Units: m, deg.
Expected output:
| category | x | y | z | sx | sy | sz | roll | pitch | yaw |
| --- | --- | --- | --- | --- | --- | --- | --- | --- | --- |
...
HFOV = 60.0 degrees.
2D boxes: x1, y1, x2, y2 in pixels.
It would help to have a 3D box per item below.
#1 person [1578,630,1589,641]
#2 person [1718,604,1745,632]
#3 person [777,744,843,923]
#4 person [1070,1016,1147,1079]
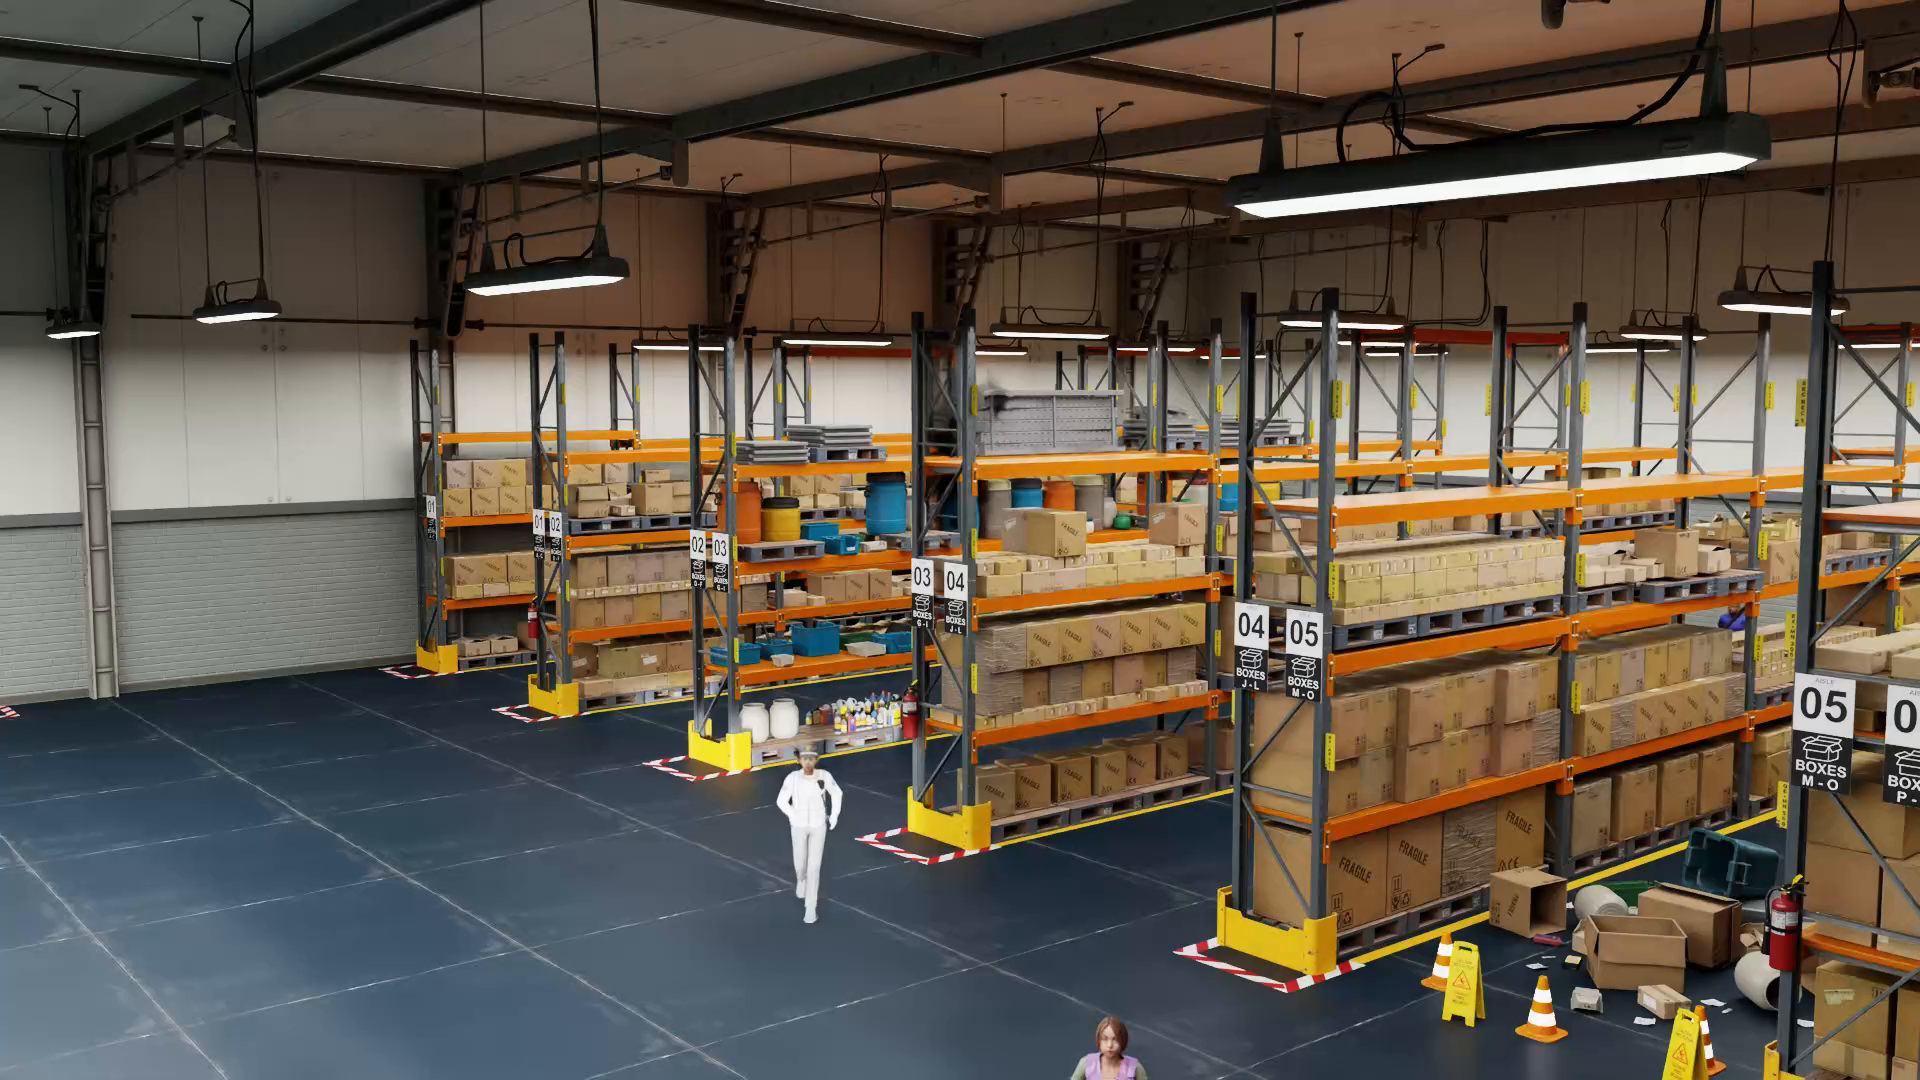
| category | x | y | z | sx | sy | sz | roll | pitch | yaw |
| --- | --- | --- | --- | --- | --- | --- | --- | --- | --- |
| person | 8.892 | 2.080 | 23.914 | 0.648 | 1.740 | 0.598 | 5 | 7 | 44 |
| person | 12.845 | 1.814 | 27.585 | 0.577 | 1.658 | 0.654 | 3 | 6 | 31 |
| person | -1.474 | 2.822 | 16.350 | 0.639 | 1.708 | 0.782 | 0 | 5 | -3 |
| person | 0.854 | 3.502 | 9.573 | 0.547 | 1.561 | 0.743 | 1 | 5 | 9 |
